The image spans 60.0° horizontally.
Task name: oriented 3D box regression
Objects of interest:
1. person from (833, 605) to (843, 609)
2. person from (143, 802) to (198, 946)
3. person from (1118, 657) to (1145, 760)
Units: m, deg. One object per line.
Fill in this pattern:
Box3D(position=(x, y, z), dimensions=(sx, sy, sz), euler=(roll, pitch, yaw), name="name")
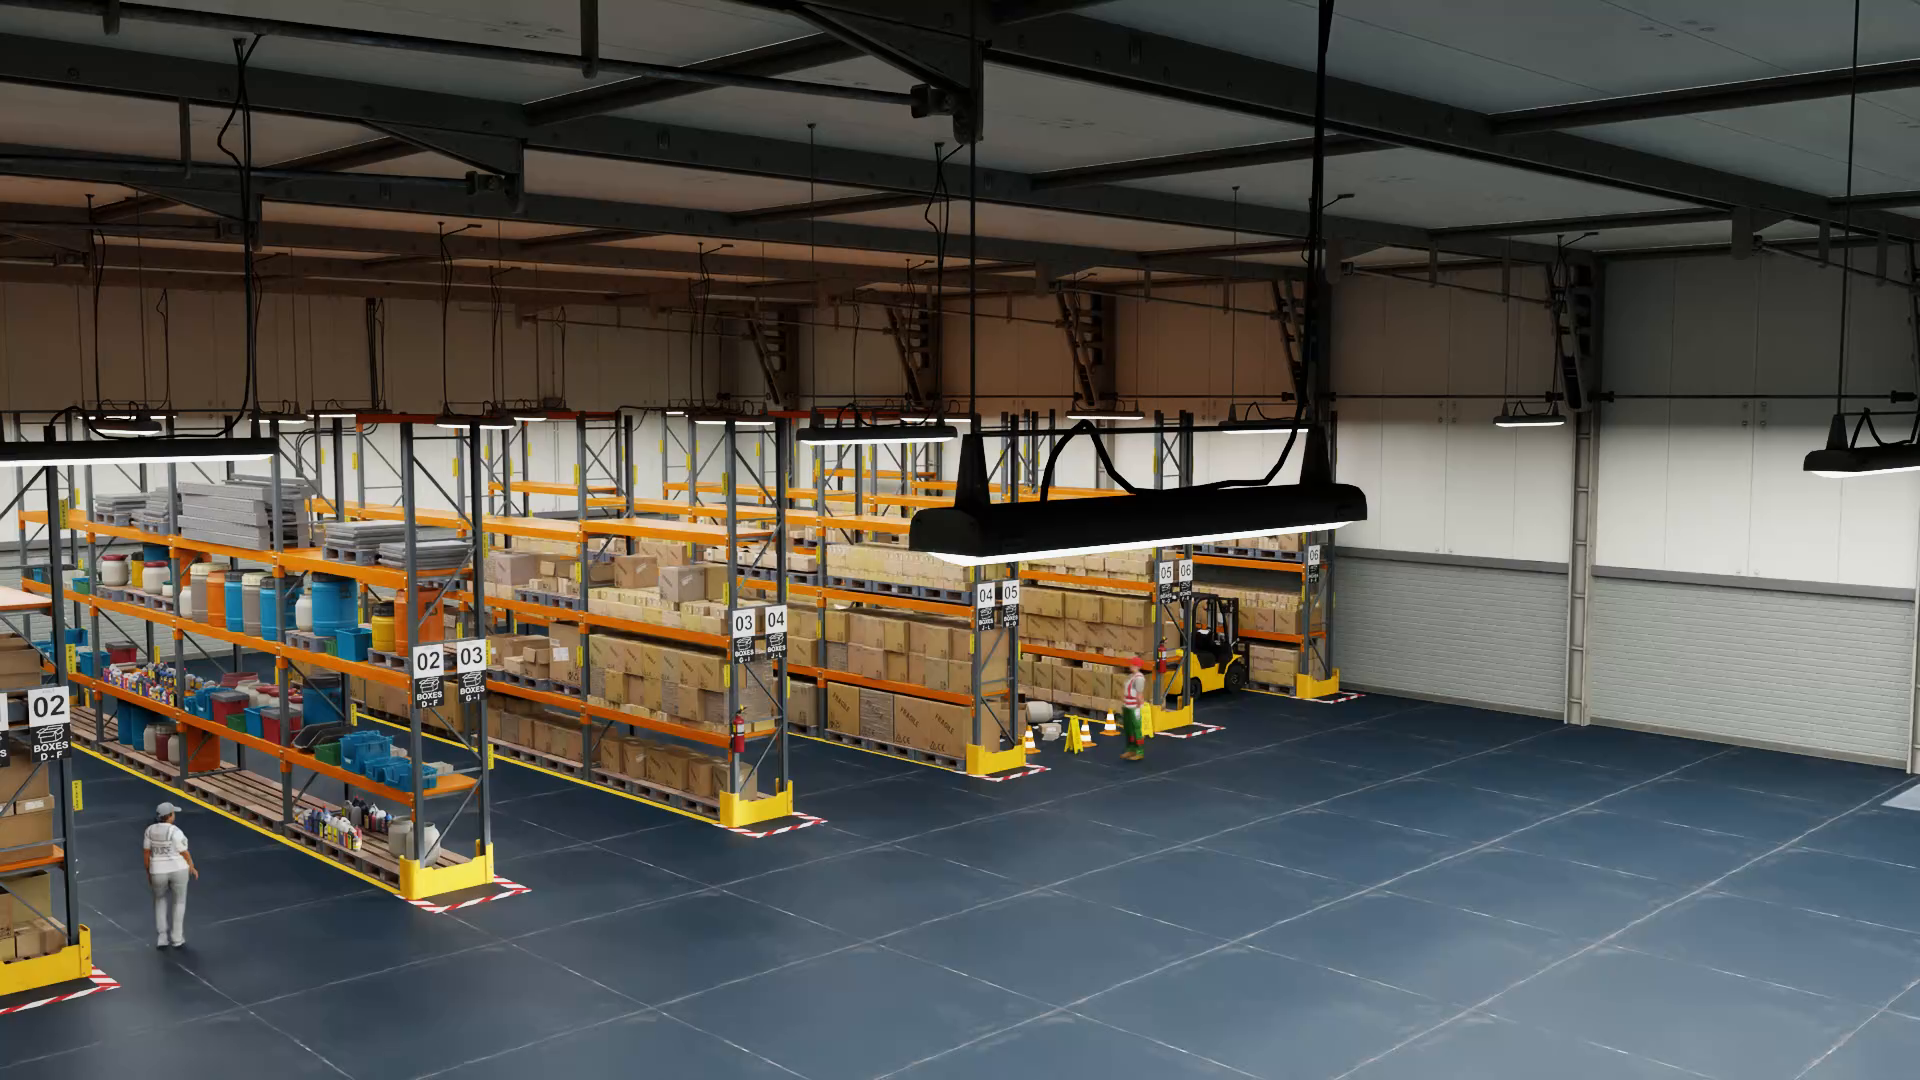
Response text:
Box3D(position=(-2.663, 2.295, 36.199), dimensions=(0.537, 1.785, 0.399), euler=(3, 6, 29), name="person")
Box3D(position=(-9.087, 3.854, 19.134), dimensions=(0.559, 1.709, 0.449), euler=(-1, 5, -14), name="person")
Box3D(position=(3.000, 2.928, 28.956), dimensions=(0.351, 1.821, 0.604), euler=(-2, 5, -20), name="person")
